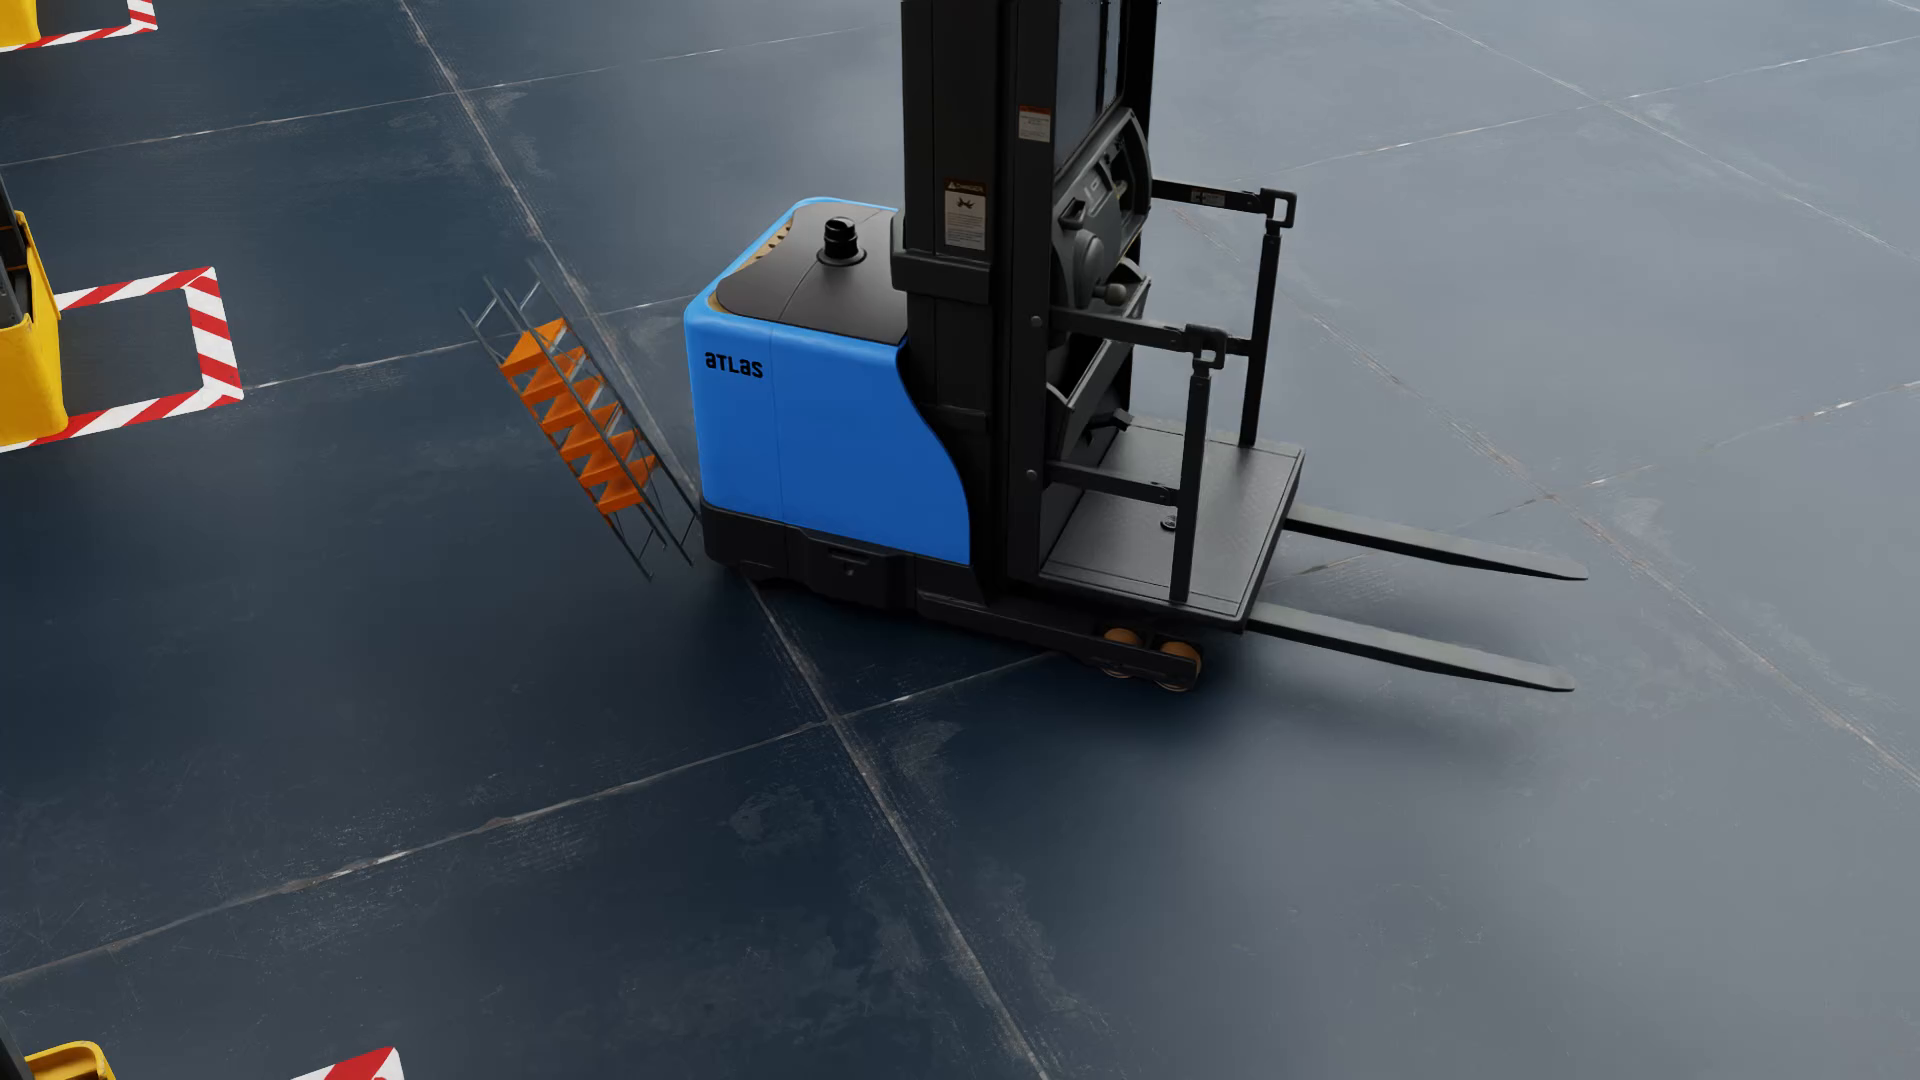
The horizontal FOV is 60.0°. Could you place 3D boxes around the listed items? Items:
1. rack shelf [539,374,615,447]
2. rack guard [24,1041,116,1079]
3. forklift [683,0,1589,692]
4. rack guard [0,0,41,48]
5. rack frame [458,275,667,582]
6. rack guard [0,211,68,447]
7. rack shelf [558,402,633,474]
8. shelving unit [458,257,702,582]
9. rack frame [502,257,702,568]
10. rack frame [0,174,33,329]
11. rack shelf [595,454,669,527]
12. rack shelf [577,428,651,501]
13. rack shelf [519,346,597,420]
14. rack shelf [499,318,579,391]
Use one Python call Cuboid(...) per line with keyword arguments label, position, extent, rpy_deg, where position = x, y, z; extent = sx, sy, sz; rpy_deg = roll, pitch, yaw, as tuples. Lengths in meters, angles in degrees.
Cuboid(label="rack shelf", position=(-1.322, -0.455, 5.769), extent=(0.180, 0.103, 0.258), rpy_deg=(-17, 32, 20))
Cuboid(label="rack guard", position=(-1.904, 1.706, 3.531), extent=(0.348, 0.500, 1.175), rpy_deg=(-16, 39, -20))
Cuboid(label="forklift", position=(0.637, -1.030, 5.178), extent=(3.031, 2.935, 1.130), rpy_deg=(13, 38, 17))
Cuboid(label="rack guard", position=(-6.200, -3.612, 10.701), extent=(0.348, 0.500, 1.175), rpy_deg=(-16, 39, -20))
Cuboid(label="rack frame", position=(-1.372, -0.373, 5.839), extent=(0.006, 1.200, 0.240), rpy_deg=(-17, 32, 20))
Cuboid(label="rack guard", position=(-4.076, -0.916, 7.065), extent=(0.348, 0.500, 1.175), rpy_deg=(-16, 39, -20))
Cuboid(label="rack shelf", position=(-1.271, -0.365, 5.829), extent=(0.180, 0.103, 0.258), rpy_deg=(-17, 32, 20))
Cuboid(label="shelving unit", position=(-1.290, -0.398, 5.807), extent=(0.189, 1.200, 0.258), rpy_deg=(-17, 32, 20))
Cuboid(label="rack frame", position=(-1.208, -0.424, 5.775), extent=(0.006, 1.200, 0.240), rpy_deg=(-17, 32, 20))
Cuboid(label="rack frame", position=(-4.027, -1.965, 6.381), extent=(0.127, 3.000, 1.000), rpy_deg=(-16, 39, -20))
Cuboid(label="rack shelf", position=(-1.168, -0.183, 5.947), extent=(0.180, 0.103, 0.258), rpy_deg=(-17, 32, 20))
Cuboid(label="rack shelf", position=(-1.219, -0.274, 5.888), extent=(0.180, 0.103, 0.258), rpy_deg=(-17, 32, 20))
Cuboid(label="rack shelf", position=(-1.374, -0.546, 5.710), extent=(0.180, 0.103, 0.258), rpy_deg=(-17, 32, 20))
Cuboid(label="rack shelf", position=(-1.425, -0.637, 5.651), extent=(0.180, 0.103, 0.258), rpy_deg=(-17, 32, 20))
